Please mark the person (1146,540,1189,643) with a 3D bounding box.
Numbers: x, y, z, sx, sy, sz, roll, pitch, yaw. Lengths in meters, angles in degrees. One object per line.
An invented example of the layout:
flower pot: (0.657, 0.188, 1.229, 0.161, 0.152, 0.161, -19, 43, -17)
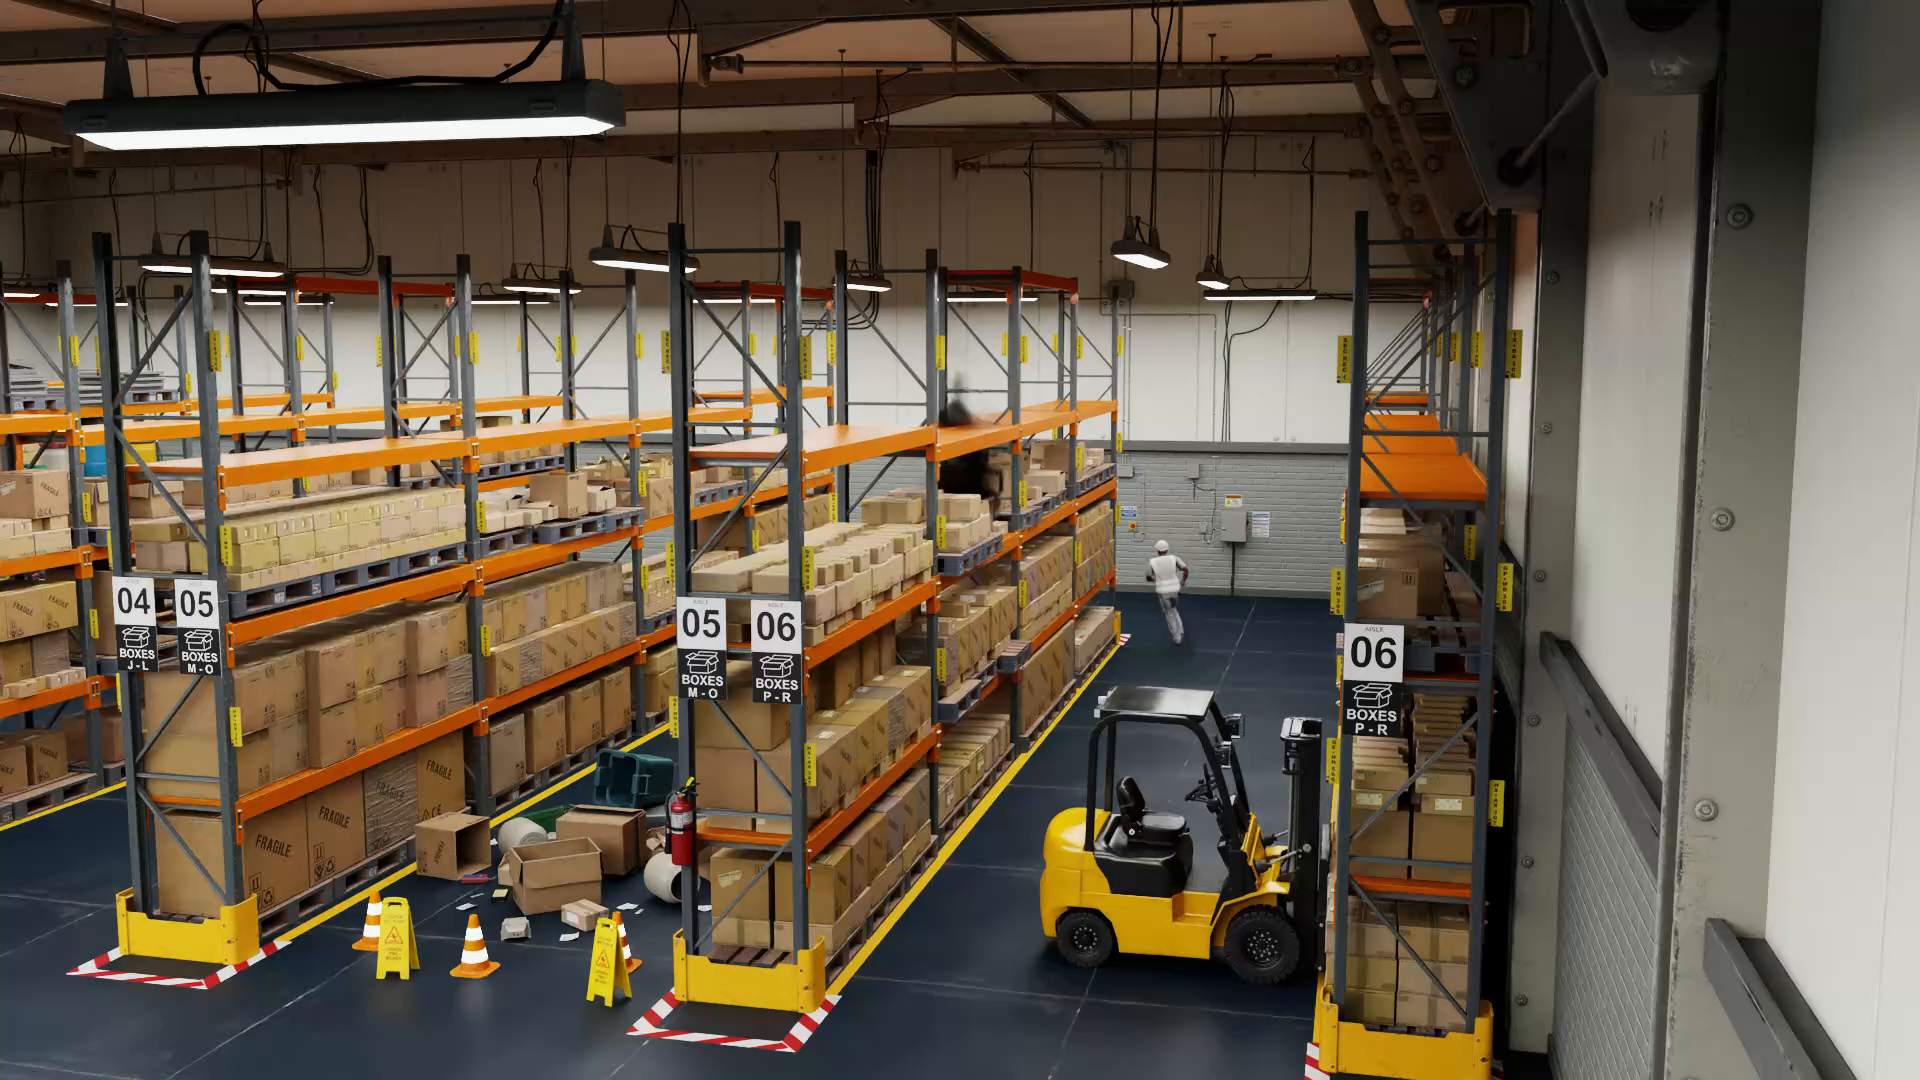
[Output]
person: (3.484, 0.882, 28.101, 0.698, 1.788, 0.661, -1, 7, -12)
